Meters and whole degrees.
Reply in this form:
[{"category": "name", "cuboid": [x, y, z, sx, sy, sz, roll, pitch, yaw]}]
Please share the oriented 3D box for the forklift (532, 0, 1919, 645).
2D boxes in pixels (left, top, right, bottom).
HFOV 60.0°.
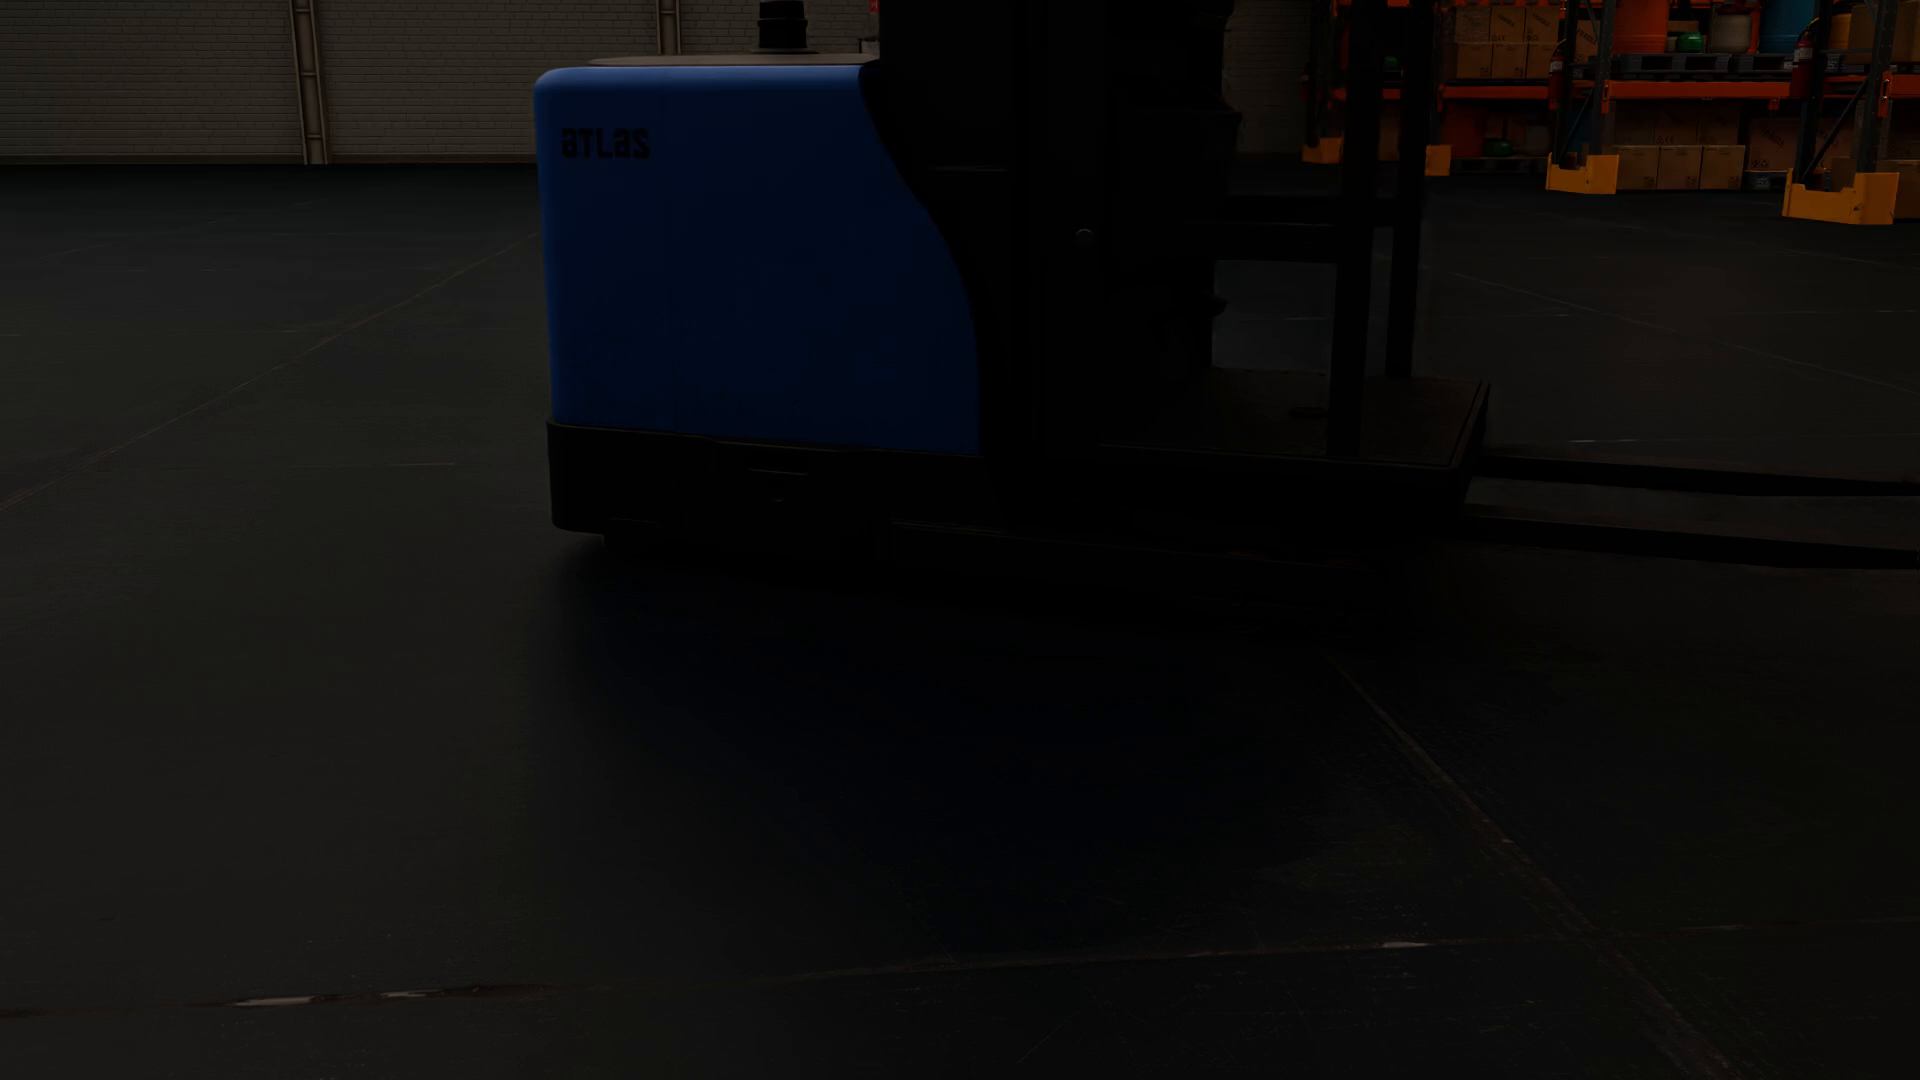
[{"category": "forklift", "cuboid": [0.639, -1.369, 3.378, 3.031, 2.935, 1.130, 5, 16, 19]}]
